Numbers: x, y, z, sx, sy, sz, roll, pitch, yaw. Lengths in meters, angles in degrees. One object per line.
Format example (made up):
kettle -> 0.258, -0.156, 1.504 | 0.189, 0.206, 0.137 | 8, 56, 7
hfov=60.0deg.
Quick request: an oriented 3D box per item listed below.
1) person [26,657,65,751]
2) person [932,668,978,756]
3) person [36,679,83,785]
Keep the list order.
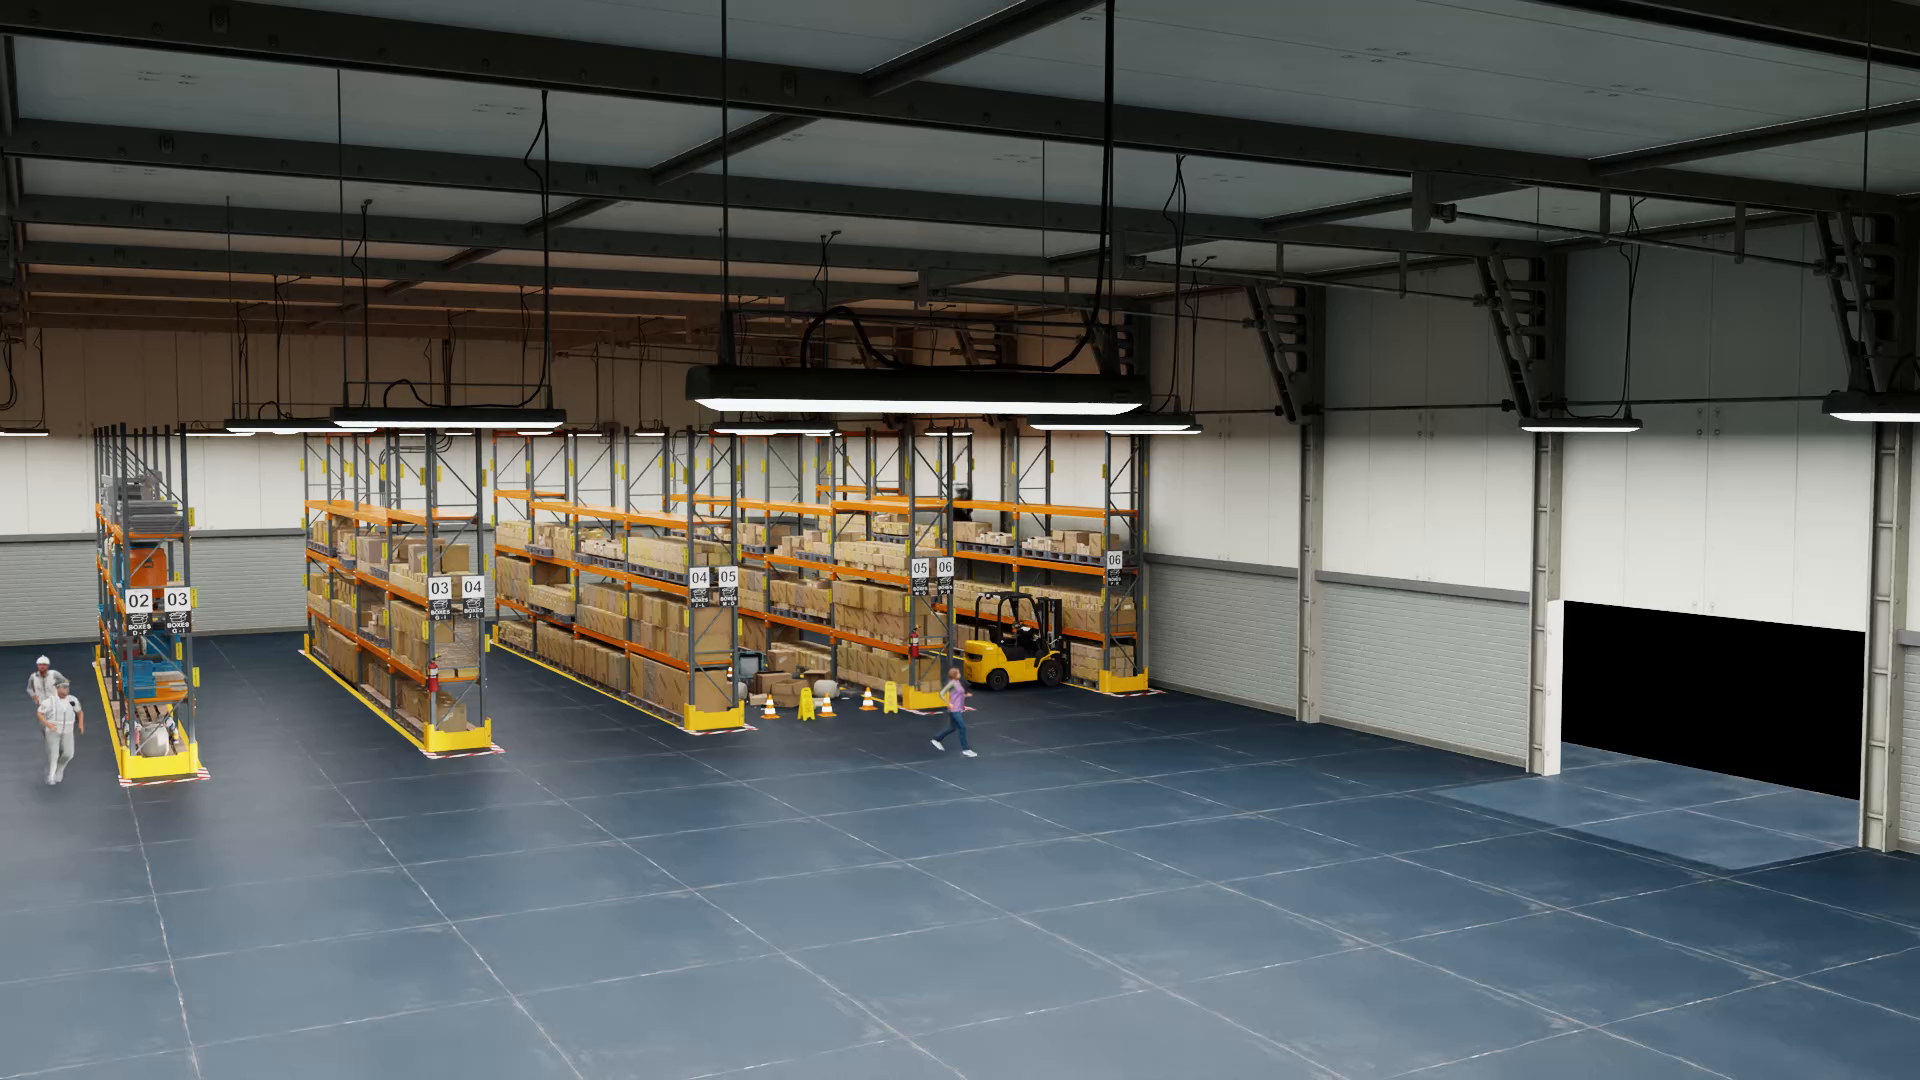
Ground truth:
person -> -16.921, 3.012, 30.844 | 0.685, 1.736, 0.704 | -1, 4, -21
person -> -0.103, 3.134, 29.986 | 0.891, 1.492, 0.536 | 1, 4, 14
person -> -14.936, 3.183, 27.679 | 0.519, 1.732, 0.736 | 3, 5, 44
